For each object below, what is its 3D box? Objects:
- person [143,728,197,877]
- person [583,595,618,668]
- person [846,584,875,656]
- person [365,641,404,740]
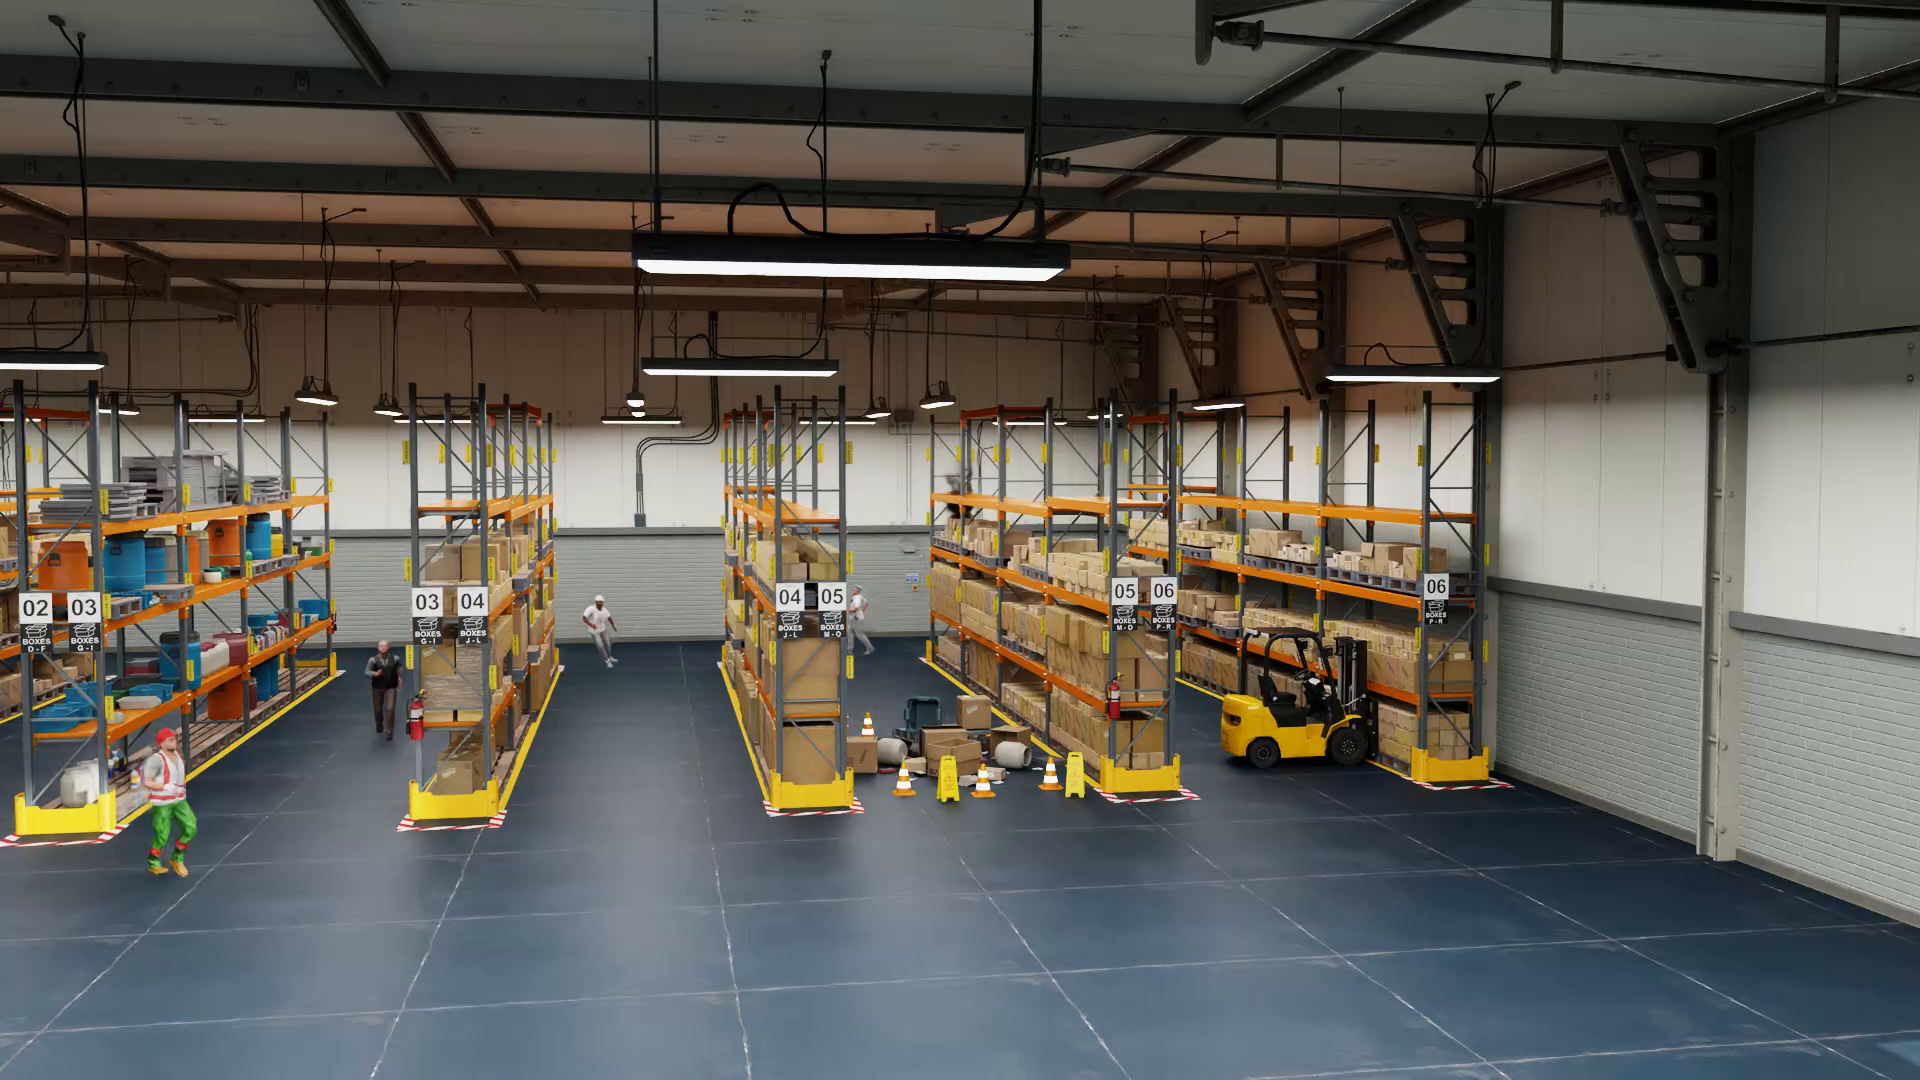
[{"bbox_3d":[-9.346,3.124,19.671,0.712,1.803,0.649,1,3,24],"label":"person"},{"bbox_3d":[-8.421,2.151,39.333,0.975,1.712,0.771,-3,4,-45],"label":"person"},{"bbox_3d":[-2.545,2.014,41.443,0.841,1.830,0.650,0,3,-5],"label":"person"},{"bbox_3d":[-10.160,2.632,29.363,0.658,1.706,0.971,-1,3,-19],"label":"person"}]
